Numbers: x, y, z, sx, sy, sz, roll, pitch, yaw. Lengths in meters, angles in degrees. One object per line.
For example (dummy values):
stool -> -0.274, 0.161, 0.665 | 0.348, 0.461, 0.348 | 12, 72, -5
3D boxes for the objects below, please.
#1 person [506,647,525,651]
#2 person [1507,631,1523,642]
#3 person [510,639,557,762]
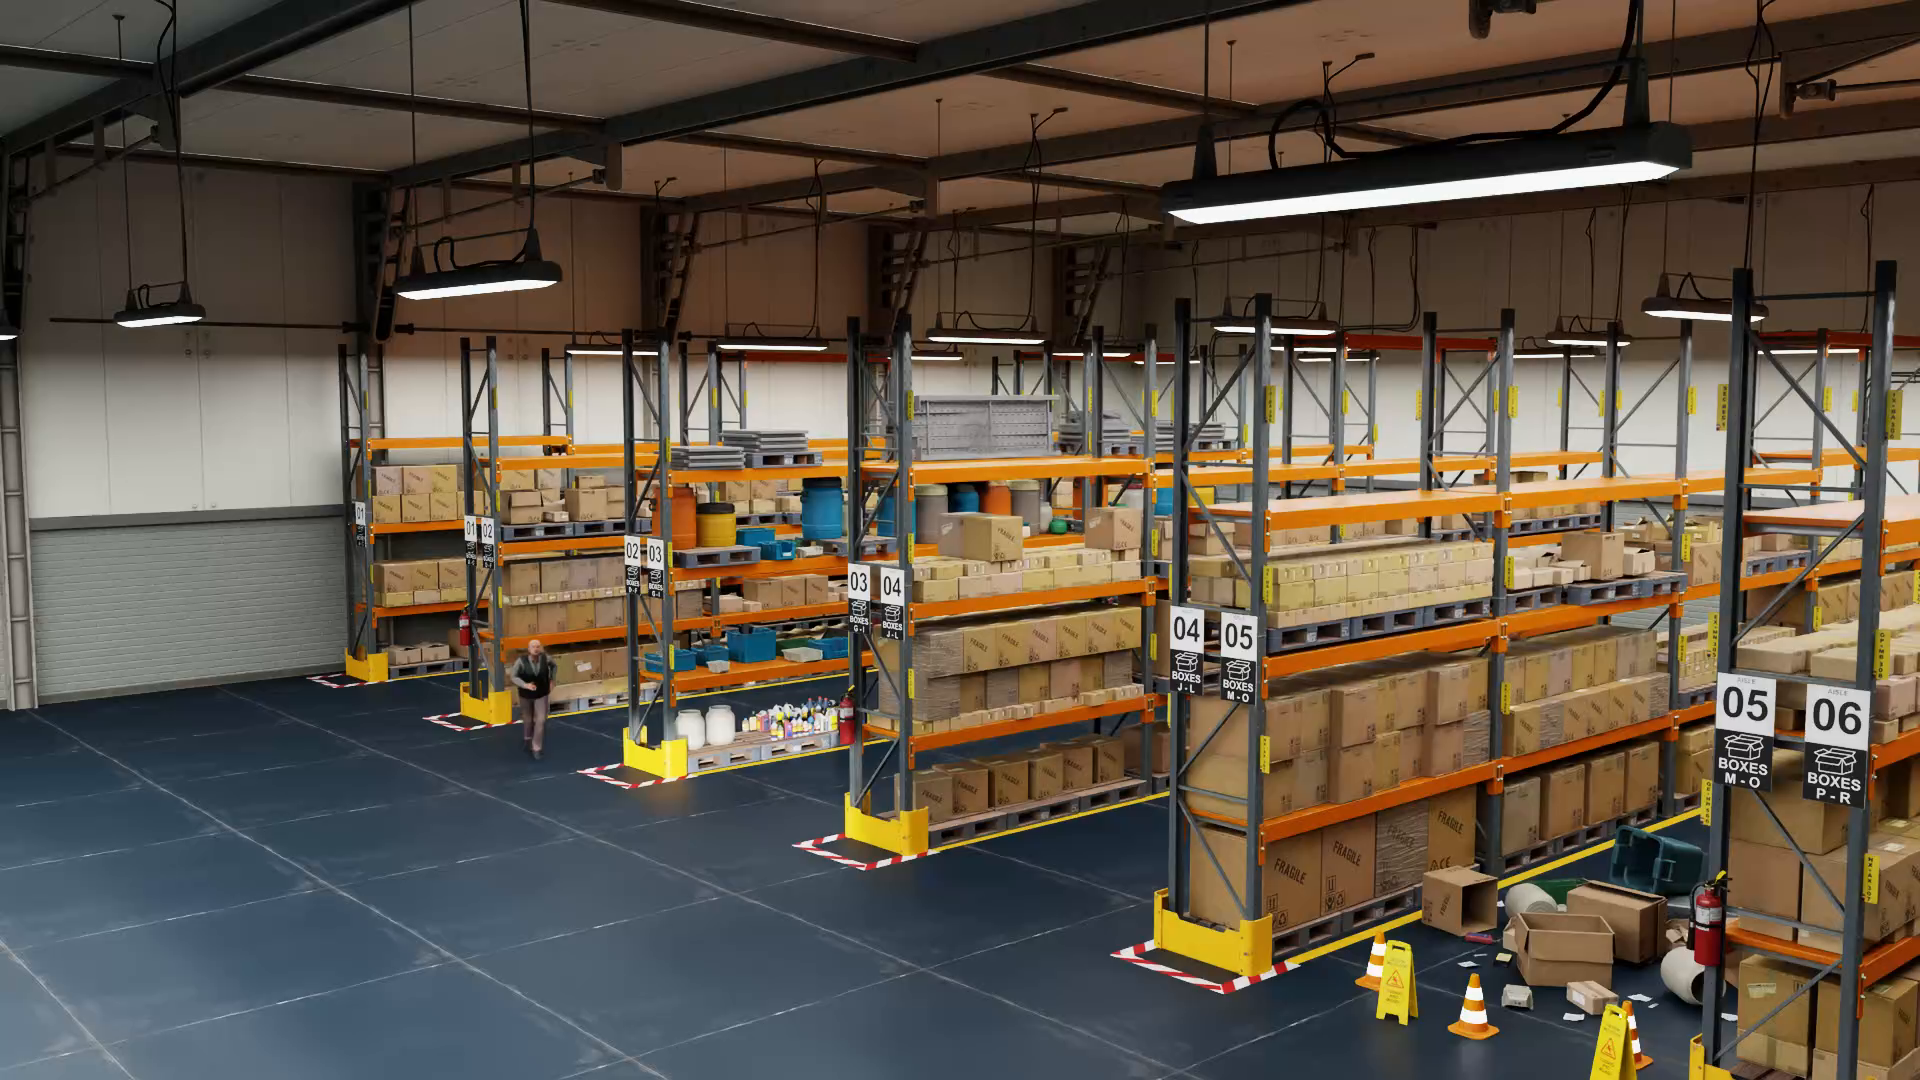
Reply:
person -> -7.597, 1.786, 28.109 | 0.689, 1.735, 0.759 | 3, 6, 27
person -> 8.172, 2.081, 24.696 | 0.603, 1.739, 0.666 | -5, 7, -44
person -> -6.029, 2.234, 23.537 | 0.674, 1.730, 0.903 | -2, 5, -20
